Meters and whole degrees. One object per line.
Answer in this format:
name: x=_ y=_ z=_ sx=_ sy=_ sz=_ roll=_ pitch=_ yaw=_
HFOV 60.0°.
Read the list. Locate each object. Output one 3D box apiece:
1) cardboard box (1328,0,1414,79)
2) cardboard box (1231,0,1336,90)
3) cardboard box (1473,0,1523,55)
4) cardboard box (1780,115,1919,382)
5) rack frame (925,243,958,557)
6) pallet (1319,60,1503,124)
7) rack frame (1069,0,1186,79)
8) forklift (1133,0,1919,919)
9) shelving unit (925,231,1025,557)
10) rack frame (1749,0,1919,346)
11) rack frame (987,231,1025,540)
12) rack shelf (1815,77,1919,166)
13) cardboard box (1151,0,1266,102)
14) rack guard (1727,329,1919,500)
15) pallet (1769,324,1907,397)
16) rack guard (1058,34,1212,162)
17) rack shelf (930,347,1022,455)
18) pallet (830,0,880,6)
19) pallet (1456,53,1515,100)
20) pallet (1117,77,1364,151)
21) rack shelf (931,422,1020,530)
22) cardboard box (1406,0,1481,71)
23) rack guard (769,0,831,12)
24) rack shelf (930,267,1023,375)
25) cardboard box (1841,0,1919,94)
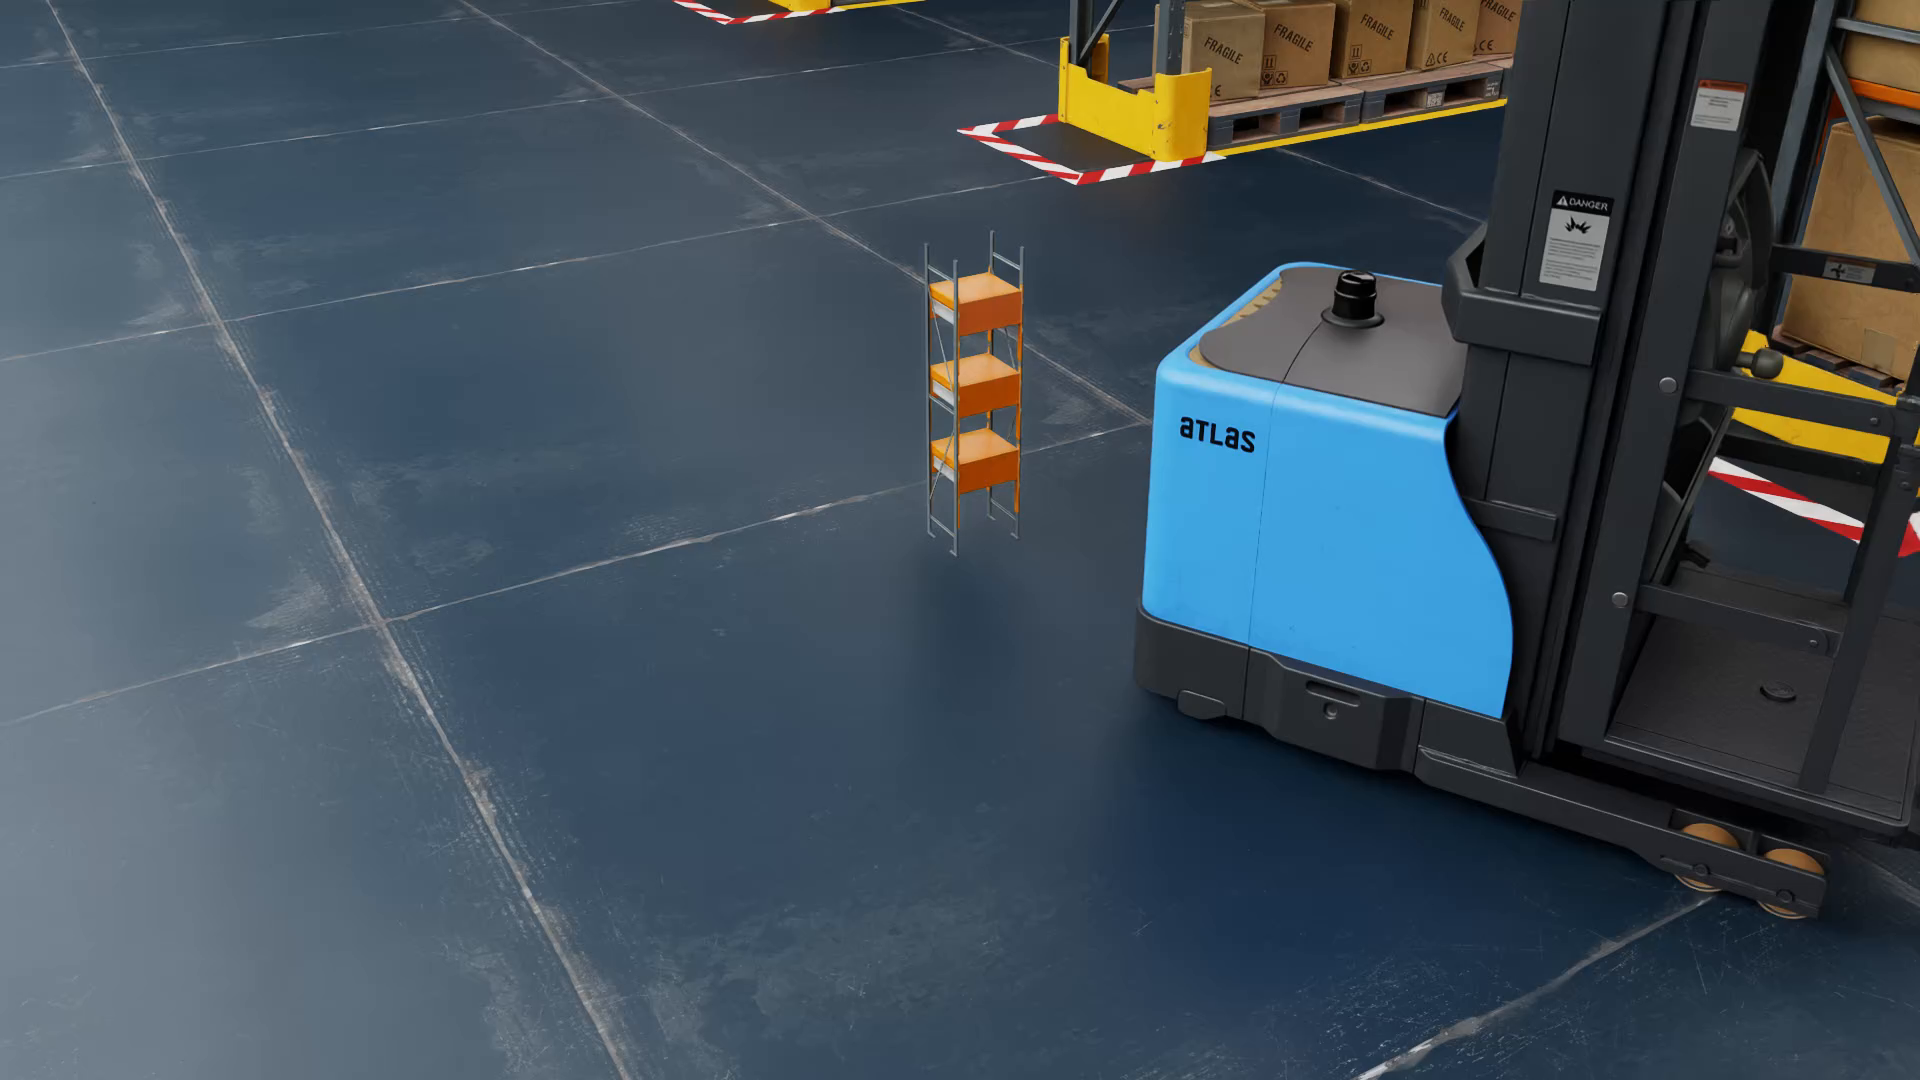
cardboard box: x=2.576 y=-3.332 z=10.836 sx=0.500 sy=0.500 sz=0.500 roll=-13 pitch=31 yaw=-22
cardboard box: x=2.026 y=-3.187 z=10.573 sx=0.500 sy=0.500 sz=0.500 roll=-8 pitch=30 yaw=-13
cardboard box: x=3.575 y=-3.635 z=11.385 sx=0.500 sy=0.500 sz=0.500 roll=-6 pitch=29 yaw=-11
cardboard box: x=3.958 y=-1.147 z=6.489 sx=0.875 sy=0.875 sz=0.875 roll=-16 pitch=33 yaw=-26
rack frame: x=-0.059 y=-0.443 z=5.466 sx=0.008 sy=1.050 sz=0.200 roll=-16 pitch=33 yaw=-26
pallet: x=2.816 y=-3.070 z=11.094 sx=1.213 sy=0.211 sz=1.003 roll=-16 pitch=33 yaw=-26
rack frame: x=0.982 y=-3.791 z=9.515 sx=0.127 sy=3.000 sz=1.000 roll=-16 pitch=33 yaw=-26
forklift: x=2.039 y=-0.651 z=3.897 sx=3.031 sy=2.935 sz=1.130 roll=16 pitch=33 yaw=26
shelving unit: x=0.046 y=-0.473 z=5.520 sx=0.252 sy=1.050 sz=0.215 roll=-16 pitch=33 yaw=-26
rack frame: x=3.407 y=-1.700 z=5.726 sx=0.127 sy=3.000 sz=1.000 roll=-16 pitch=33 yaw=-26
rack frame: x=0.151 y=-0.503 z=5.574 sx=0.008 sy=1.050 sz=0.200 roll=-16 pitch=33 yaw=-26
rack shelf: x=5.132 y=-1.875 z=6.787 sx=4.000 sy=0.370 sz=1.077 roll=-16 pitch=33 yaw=-26
cardboard box: x=1.528 y=-3.027 z=10.282 sx=0.500 sy=0.500 sz=0.500 roll=-10 pitch=30 yaw=-17
rack guard: x=3.387 y=-0.600 z=6.320 sx=0.348 sy=0.500 sz=1.175 roll=-16 pitch=33 yaw=-26
pallet: x=4.057 y=-0.708 z=6.814 sx=1.213 sy=0.211 sz=1.003 roll=-16 pitch=33 yaw=-26
rack guard: x=1.047 y=-2.715 z=10.153 sx=0.348 sy=0.500 sz=1.175 roll=-16 pitch=33 yaw=-26
rack shelf: x=0.046 y=-0.463 z=5.525 sx=0.240 sy=0.259 sz=0.215 roll=-16 pitch=33 yaw=-26
pallet: x=-0.783 y=-4.868 z=14.353 sx=1.213 sy=0.211 sz=1.003 roll=-16 pitch=33 yaw=-26
pallet: x=3.869 y=-3.370 z=11.639 sx=1.213 sy=0.211 sz=1.003 roll=-16 pitch=33 yaw=-26
pallet: x=1.765 y=-2.773 z=10.556 sx=1.213 sy=0.211 sz=1.003 roll=-16 pitch=33 yaw=-26
rack shelf: x=0.046 y=-0.220 z=5.659 sx=0.240 sy=0.259 sz=0.215 roll=-16 pitch=33 yaw=-26
cardboard box: x=3.080 y=-3.450 z=11.050 sx=0.500 sy=0.500 sz=0.500 roll=-19 pitch=34 yaw=-31
rack guard: x=-1.486 y=-4.798 z=13.927 sx=0.348 sy=0.500 sz=1.175 roll=-16 pitch=33 yaw=-26
rack shelf: x=0.046 y=-0.712 z=5.388 sx=0.240 sy=0.259 sz=0.215 roll=-16 pitch=33 yaw=-26
cardboard box: x=3.704 y=-1.876 z=5.889 sx=0.550 sy=0.550 sz=0.875 roll=-16 pitch=33 yaw=-26
